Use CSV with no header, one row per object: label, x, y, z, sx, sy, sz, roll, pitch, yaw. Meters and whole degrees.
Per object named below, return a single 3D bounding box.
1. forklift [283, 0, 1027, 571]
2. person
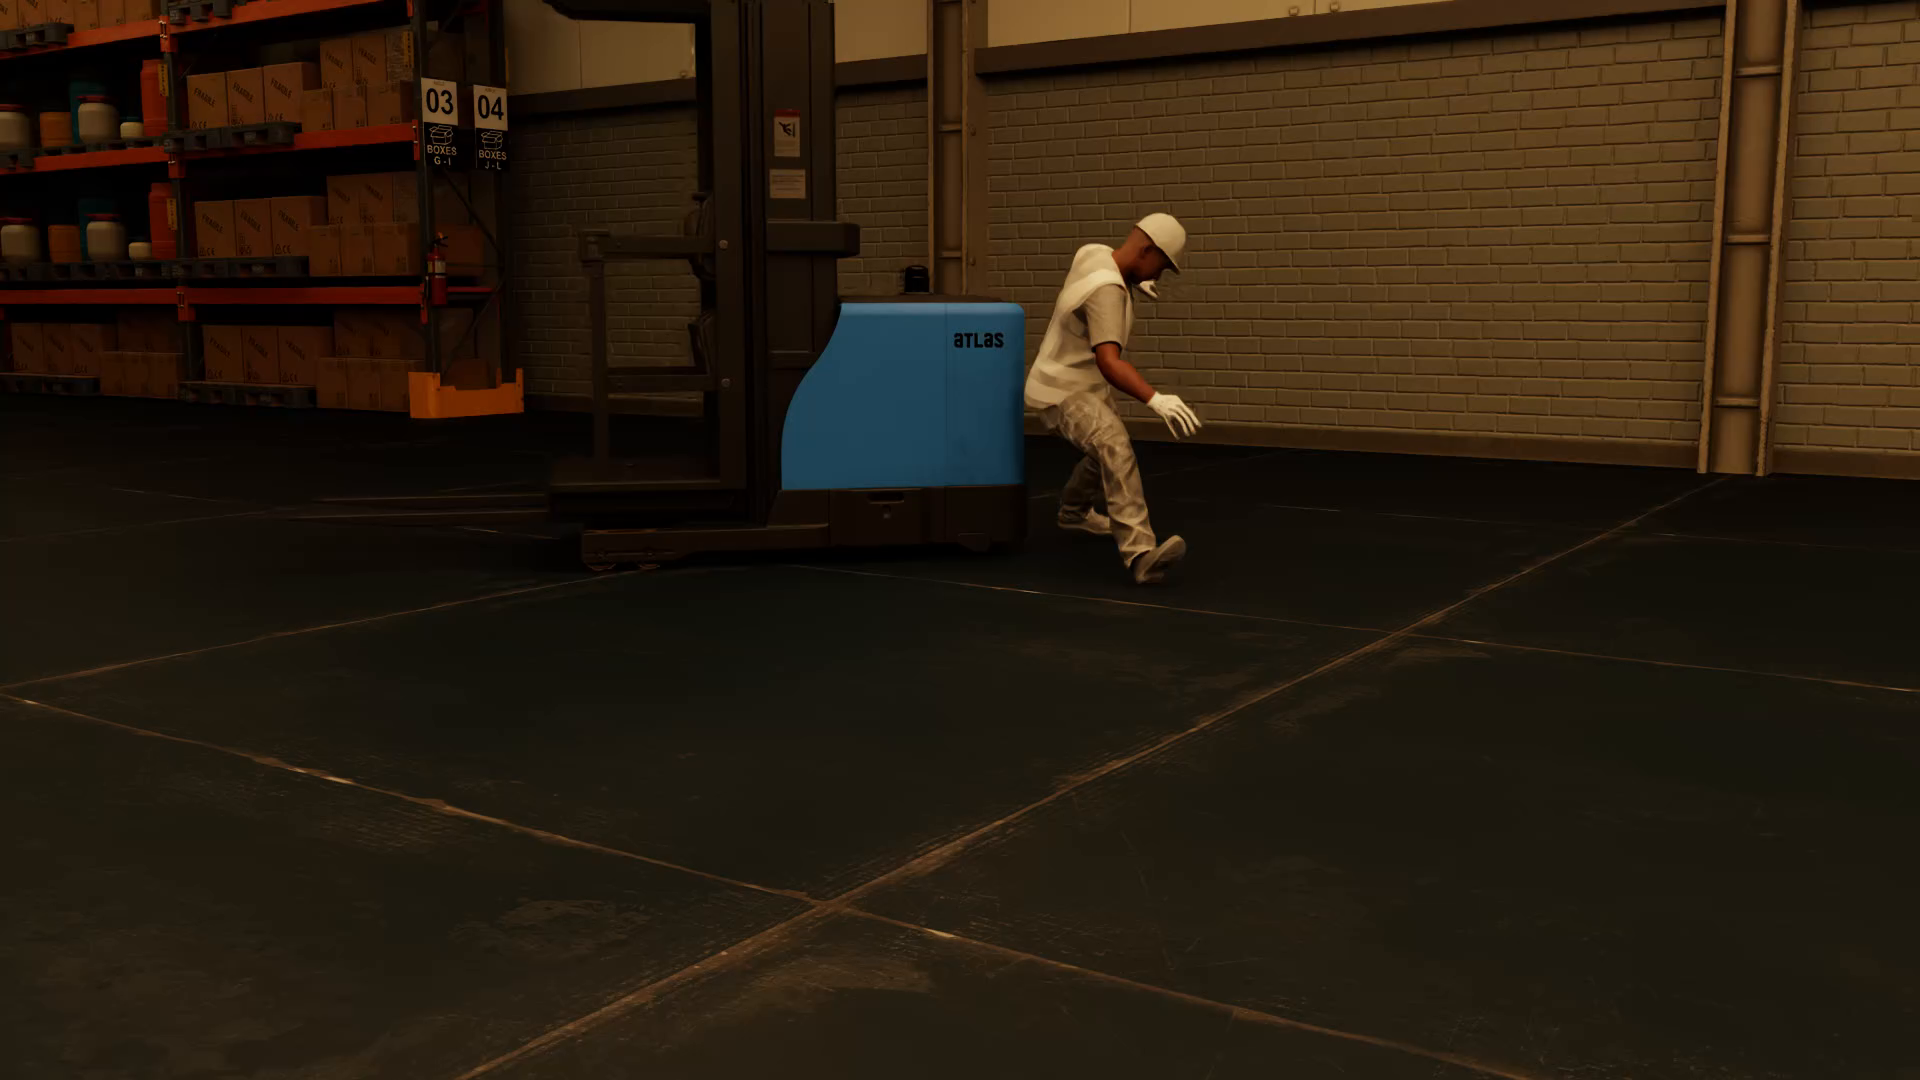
forklift,-1.283,-1.406,7.078,3.031,2.935,1.130,-2,8,-12
person,0.669,-0.603,6.852,0.794,1.445,1.317,2,8,16
